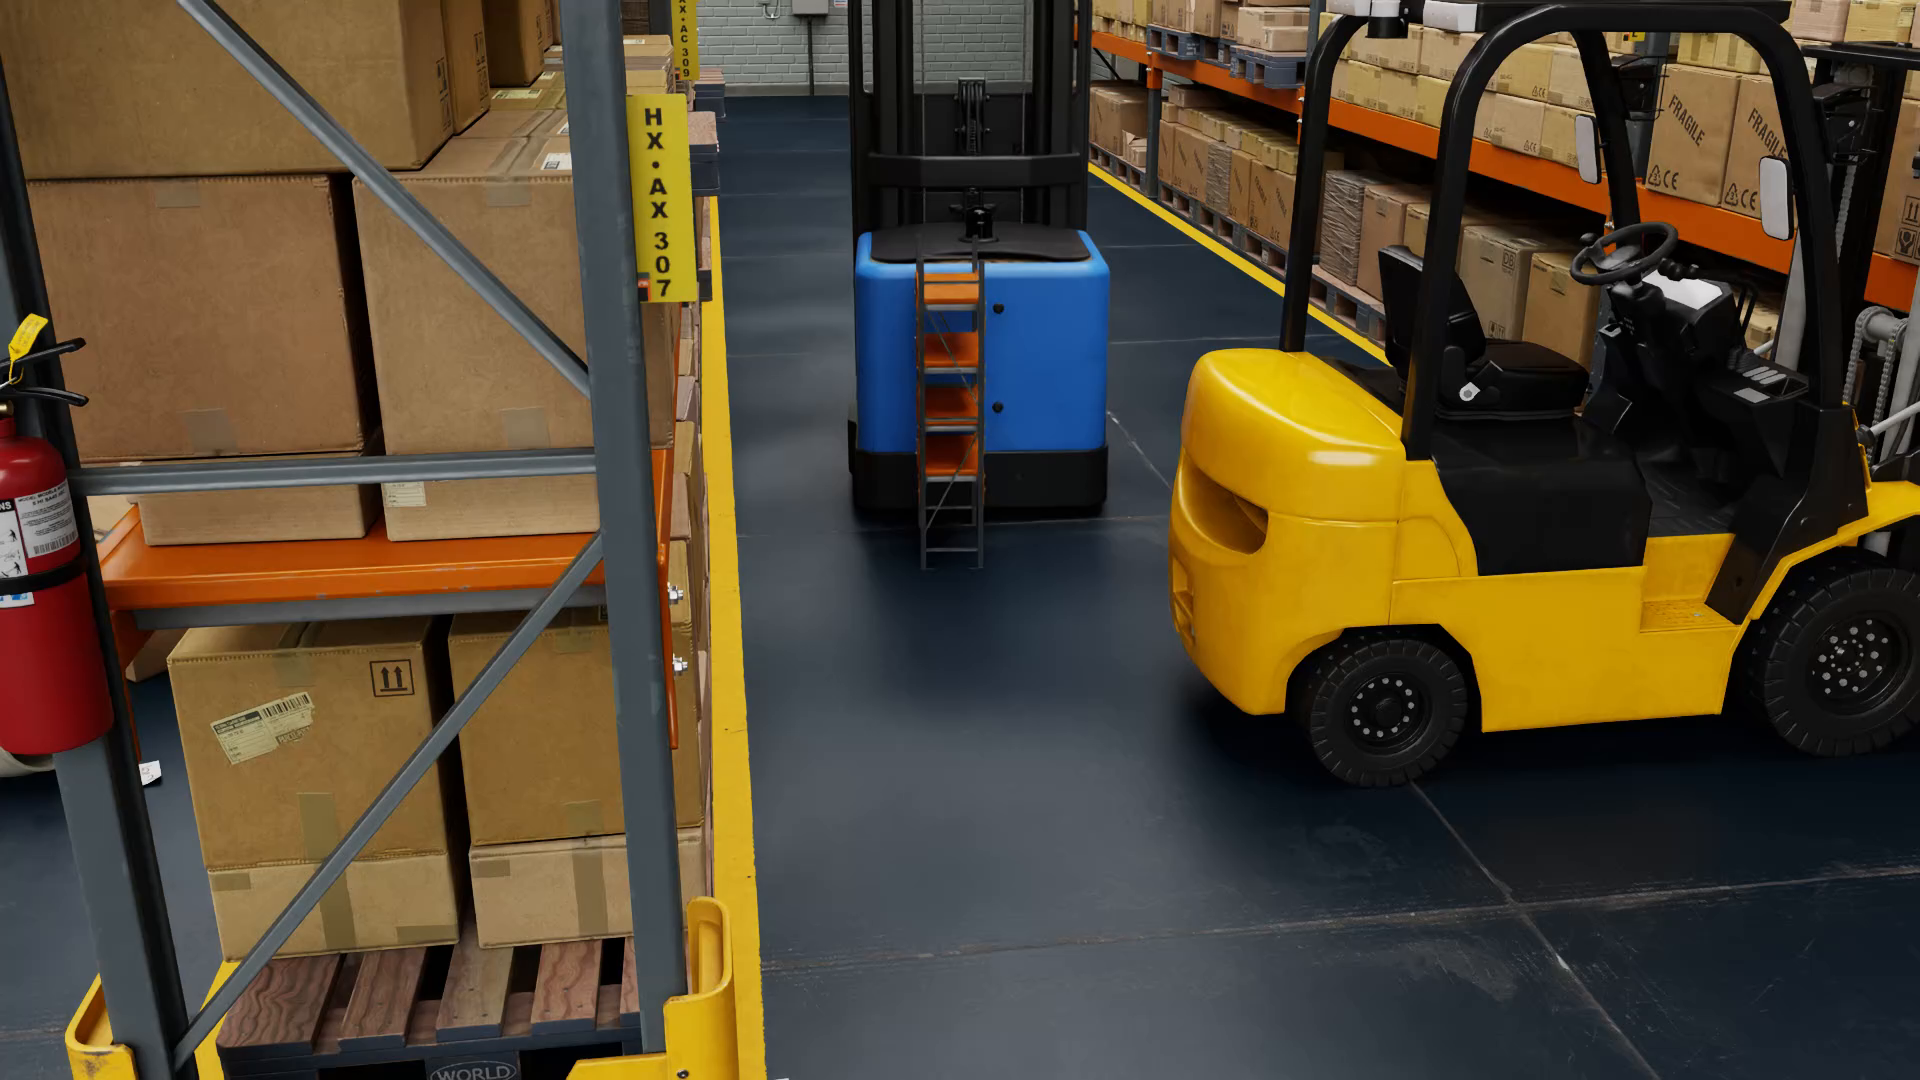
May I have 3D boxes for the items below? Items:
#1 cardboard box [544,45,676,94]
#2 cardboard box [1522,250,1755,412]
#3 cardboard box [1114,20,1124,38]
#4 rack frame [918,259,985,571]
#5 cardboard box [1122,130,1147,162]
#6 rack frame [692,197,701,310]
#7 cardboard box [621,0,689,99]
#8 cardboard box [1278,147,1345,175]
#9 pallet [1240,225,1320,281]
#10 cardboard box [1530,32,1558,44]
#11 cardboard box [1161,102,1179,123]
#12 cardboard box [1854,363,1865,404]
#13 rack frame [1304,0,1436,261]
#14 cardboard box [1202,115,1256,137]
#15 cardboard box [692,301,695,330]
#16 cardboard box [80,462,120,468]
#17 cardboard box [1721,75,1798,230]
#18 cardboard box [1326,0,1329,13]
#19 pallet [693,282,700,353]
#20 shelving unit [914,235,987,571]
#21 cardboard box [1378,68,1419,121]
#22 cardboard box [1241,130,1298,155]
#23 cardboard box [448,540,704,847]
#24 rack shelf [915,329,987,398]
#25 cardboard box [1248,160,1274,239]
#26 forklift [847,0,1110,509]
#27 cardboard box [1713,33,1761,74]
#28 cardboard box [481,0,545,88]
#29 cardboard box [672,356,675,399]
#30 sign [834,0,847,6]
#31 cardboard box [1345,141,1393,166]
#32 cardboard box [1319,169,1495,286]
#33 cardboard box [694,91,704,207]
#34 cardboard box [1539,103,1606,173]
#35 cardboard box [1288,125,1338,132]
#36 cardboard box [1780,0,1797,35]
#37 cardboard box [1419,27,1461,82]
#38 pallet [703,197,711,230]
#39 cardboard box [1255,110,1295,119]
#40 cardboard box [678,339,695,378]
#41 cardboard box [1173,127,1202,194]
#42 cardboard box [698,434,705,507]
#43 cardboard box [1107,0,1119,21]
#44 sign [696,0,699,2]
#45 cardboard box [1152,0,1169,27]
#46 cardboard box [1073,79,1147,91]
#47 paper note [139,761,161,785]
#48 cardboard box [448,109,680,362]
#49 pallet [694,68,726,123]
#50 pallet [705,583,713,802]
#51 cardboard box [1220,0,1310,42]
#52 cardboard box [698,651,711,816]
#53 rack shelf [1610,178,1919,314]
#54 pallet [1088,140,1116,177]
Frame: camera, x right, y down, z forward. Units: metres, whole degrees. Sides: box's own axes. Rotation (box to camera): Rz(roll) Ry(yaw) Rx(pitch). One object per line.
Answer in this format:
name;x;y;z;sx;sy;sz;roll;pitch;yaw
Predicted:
cardboard box;-1.197;-1.357;5.494;0.500;0.500;0.500;-2;21;-6
cardboard box;3.237;-1.006;7.916;0.875;0.625;0.625;-2;21;-5
cardboard box;1.678;-4.848;15.769;0.380;0.149;0.250;-3;21;-9
rack frame;-0.031;-0.448;6.200;0.240;1.200;0.015;-1;20;-2
cardboard box;1.747;-3.729;15.720;0.396;0.266;0.258;-2;21;-6
rack frame;-2.165;-2.875;10.126;1.000;3.000;0.127;-3;21;-8
cardboard box;-1.372;-2.050;6.748;0.500;0.500;0.500;-2;21;-6
cardboard box;2.425;-2.614;11.474;0.380;0.149;0.250;-4;21;-10
pallet;2.676;-2.080;11.985;1.003;0.211;1.213;-3;21;-8
cardboard box;2.847;-2.459;7.944;0.380;0.149;0.250;-4;21;-9
cardboard box;1.958;-3.703;14.390;0.380;0.149;0.250;-2;21;-5
cardboard box;3.297;-0.404;5.411;0.500;0.250;0.500;-3;21;-9
rack frame;2.746;-3.126;10.800;1.000;3.000;0.127;-3;21;-8
cardboard box;2.175;-3.340;13.418;0.380;0.149;0.250;-3;21;-8
cardboard box;-1.979;-1.389;9.304;0.950;0.372;0.625;-3;21;-9
cardboard box;-3.345;-0.573;6.455;0.500;0.500;0.500;-3;21;-8
cardboard box;3.220;-1.442;6.147;0.500;0.500;0.500;-3;21;-7
cardboard box;2.501;-3.352;10.333;0.380;0.149;0.250;-2;21;-6
pallet;-2.054;-1.298;9.889;1.003;0.211;1.213;-3;21;-8
shelving unit;-0.041;-0.533;6.429;0.258;1.200;0.503;-1;20;-2
cardboard box;2.717;-2.538;9.438;0.500;0.250;0.500;-4;21;-10
cardboard box;2.331;-2.981;12.455;0.380;0.149;0.250;-3;21;-9
cardboard box;-0.858;0.334;3.793;0.500;0.500;0.500;-4;21;-10
rack shelf;-0.041;-0.680;6.374;0.258;0.148;0.480;-1;20;-2
cardboard box;2.411;-2.461;11.992;0.500;0.500;0.500;-3;21;-9
forklift;0.032;-1.968;7.797;1.130;2.935;3.031;-1;20;-2
cardboard box;3.148;-1.879;6.390;0.380;0.149;0.250;-2;21;-6
cardboard box;-1.477;-1.452;4.320;0.700;0.500;0.500;-3;21;-8
cardboard box;-0.855;-0.388;3.827;0.380;0.149;0.250;-3;21;-7
sign;-1.595;-7.703;23.190;0.329;0.494;0.001;-3;21;-8
cardboard box;2.968;-2.746;11.825;0.380;0.149;0.250;-2;21;-6
cardboard box;2.823;-1.994;10.562;0.875;0.625;0.625;-2;21;-6
cardboard box;-2.435;-2.938;12.732;0.875;0.875;0.875;-2;21;-6
cardboard box;2.992;-1.832;7.550;0.500;0.250;0.500;-2;21;-7
cardboard box;2.740;-3.097;12.767;0.380;0.149;0.250;-3;21;-7
cardboard box;3.248;-1.932;6.108;0.380;0.149;0.250;-3;21;-9
cardboard box;2.796;-2.593;8.872;0.500;0.250;0.500;-3;21;-7
pallet;-2.556;-2.690;13.617;1.003;0.211;1.213;-3;21;-8
cardboard box;2.658;-3.466;13.755;0.380;0.149;0.250;-4;21;-10
cardboard box;-1.162;-0.382;5.711;0.500;0.500;0.500;-3;21;-7
cardboard box;2.103;-3.174;13.901;0.500;0.500;0.500;-3;21;-8
cardboard box;-1.237;-0.207;6.314;0.500;0.250;0.500;-2;21;-5
cardboard box;1.709;-5.090;15.848;0.500;0.250;0.500;-3;21;-8
sign;-1.629;-3.411;10.019;0.100;0.325;0.005;-3;21;-8
cardboard box;2.018;-4.576;13.938;0.700;0.500;0.500;-2;21;-6
cardboard box;1.588;-4.707;17.999;0.797;0.503;0.637;-4;21;-10
paper note;-2.410;0.682;4.847;0.142;0.019;0.148;-11;23;-26
cardboard box;-0.883;-0.648;3.597;0.500;0.500;0.500;-2;21;-6
pallet;-1.957;-2.544;9.513;1.213;0.211;1.003;-3;21;-8
pallet;-1.277;0.471;5.155;1.003;0.211;1.213;-3;21;-8
cardboard box;2.328;-3.927;12.196;0.797;0.503;0.637;-3;21;-9
cardboard box;-0.920;0.516;4.377;0.500;0.250;0.500;-2;21;-6
rack shelf;3.611;-0.712;5.364;1.077;0.370;4.000;-3;21;-8
pallet;1.893;-3.866;16.766;1.003;0.211;1.213;-3;21;-8
